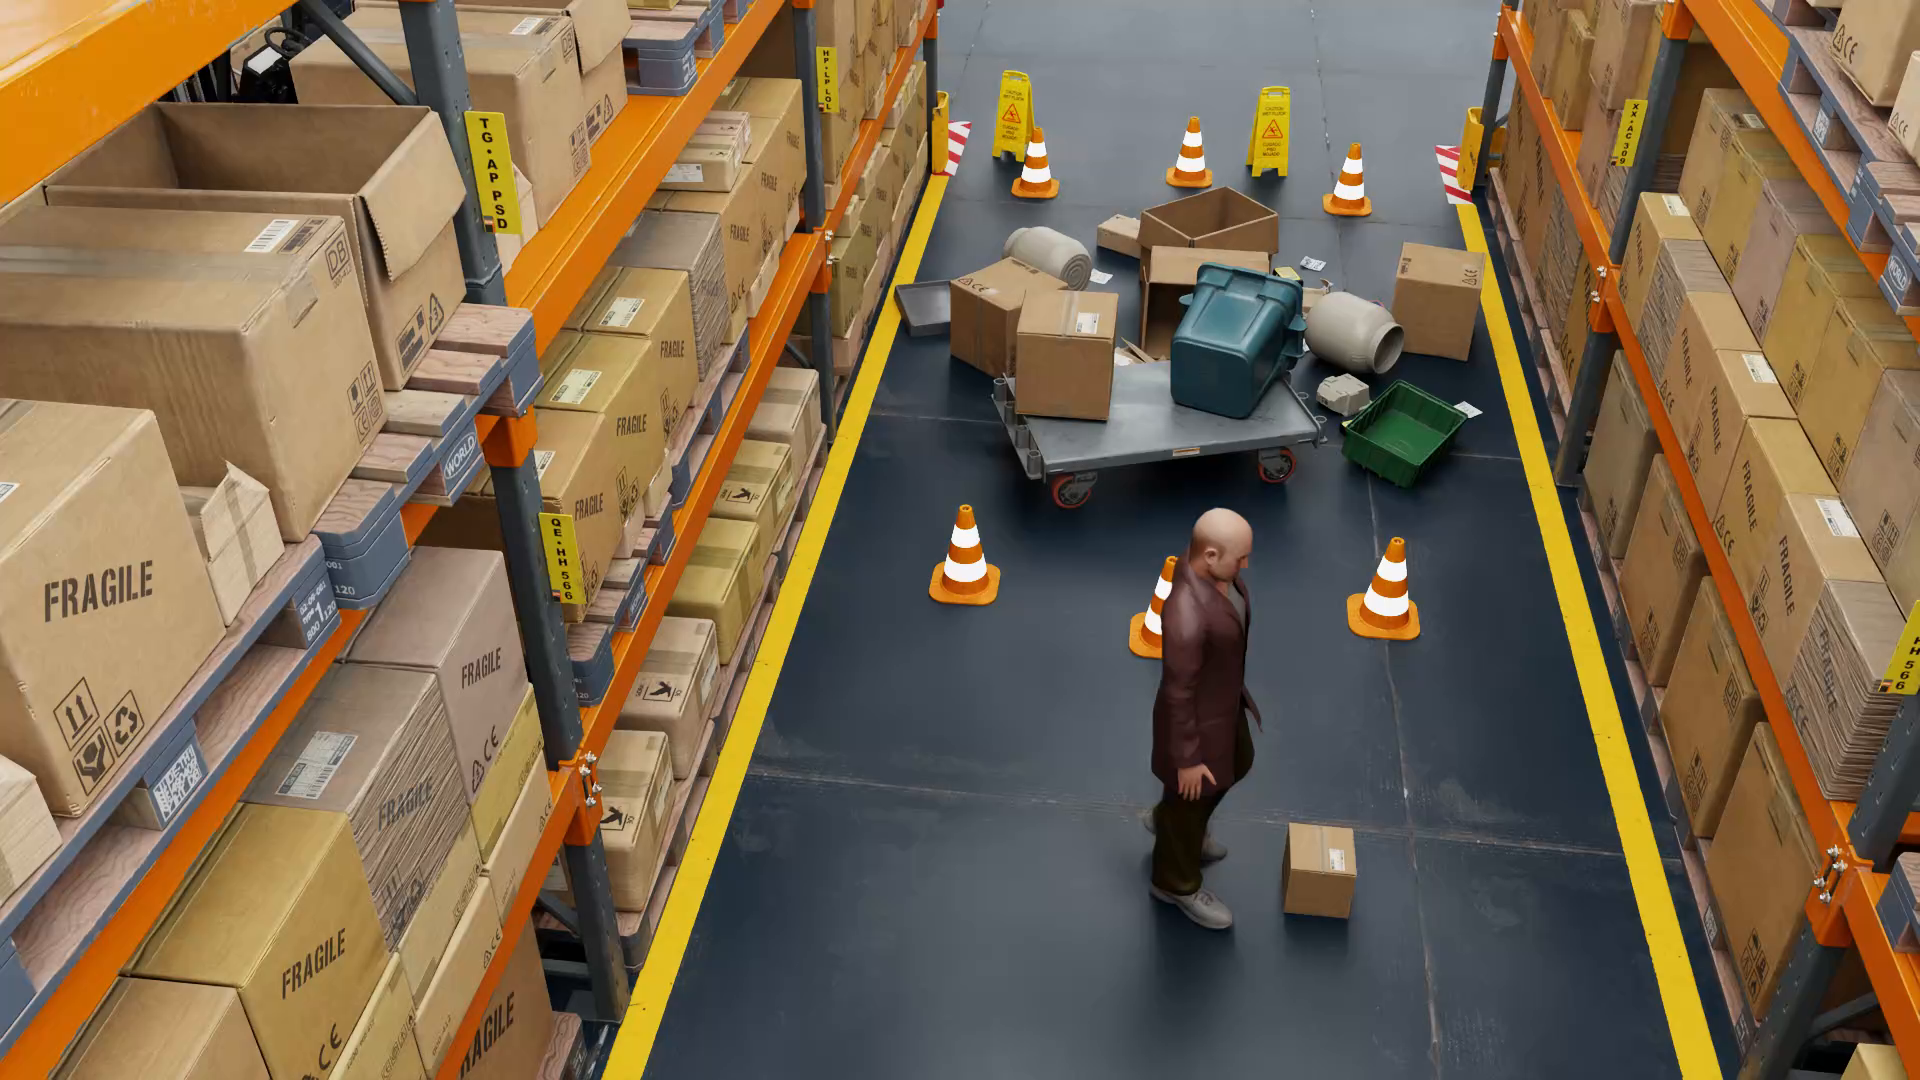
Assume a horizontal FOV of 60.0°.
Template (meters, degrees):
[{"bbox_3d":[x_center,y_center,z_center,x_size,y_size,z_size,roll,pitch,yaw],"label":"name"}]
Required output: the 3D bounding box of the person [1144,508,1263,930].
[{"bbox_3d":[0.904,0.659,6.132,0.437,1.809,0.676,11,37,15],"label":"person"}]
